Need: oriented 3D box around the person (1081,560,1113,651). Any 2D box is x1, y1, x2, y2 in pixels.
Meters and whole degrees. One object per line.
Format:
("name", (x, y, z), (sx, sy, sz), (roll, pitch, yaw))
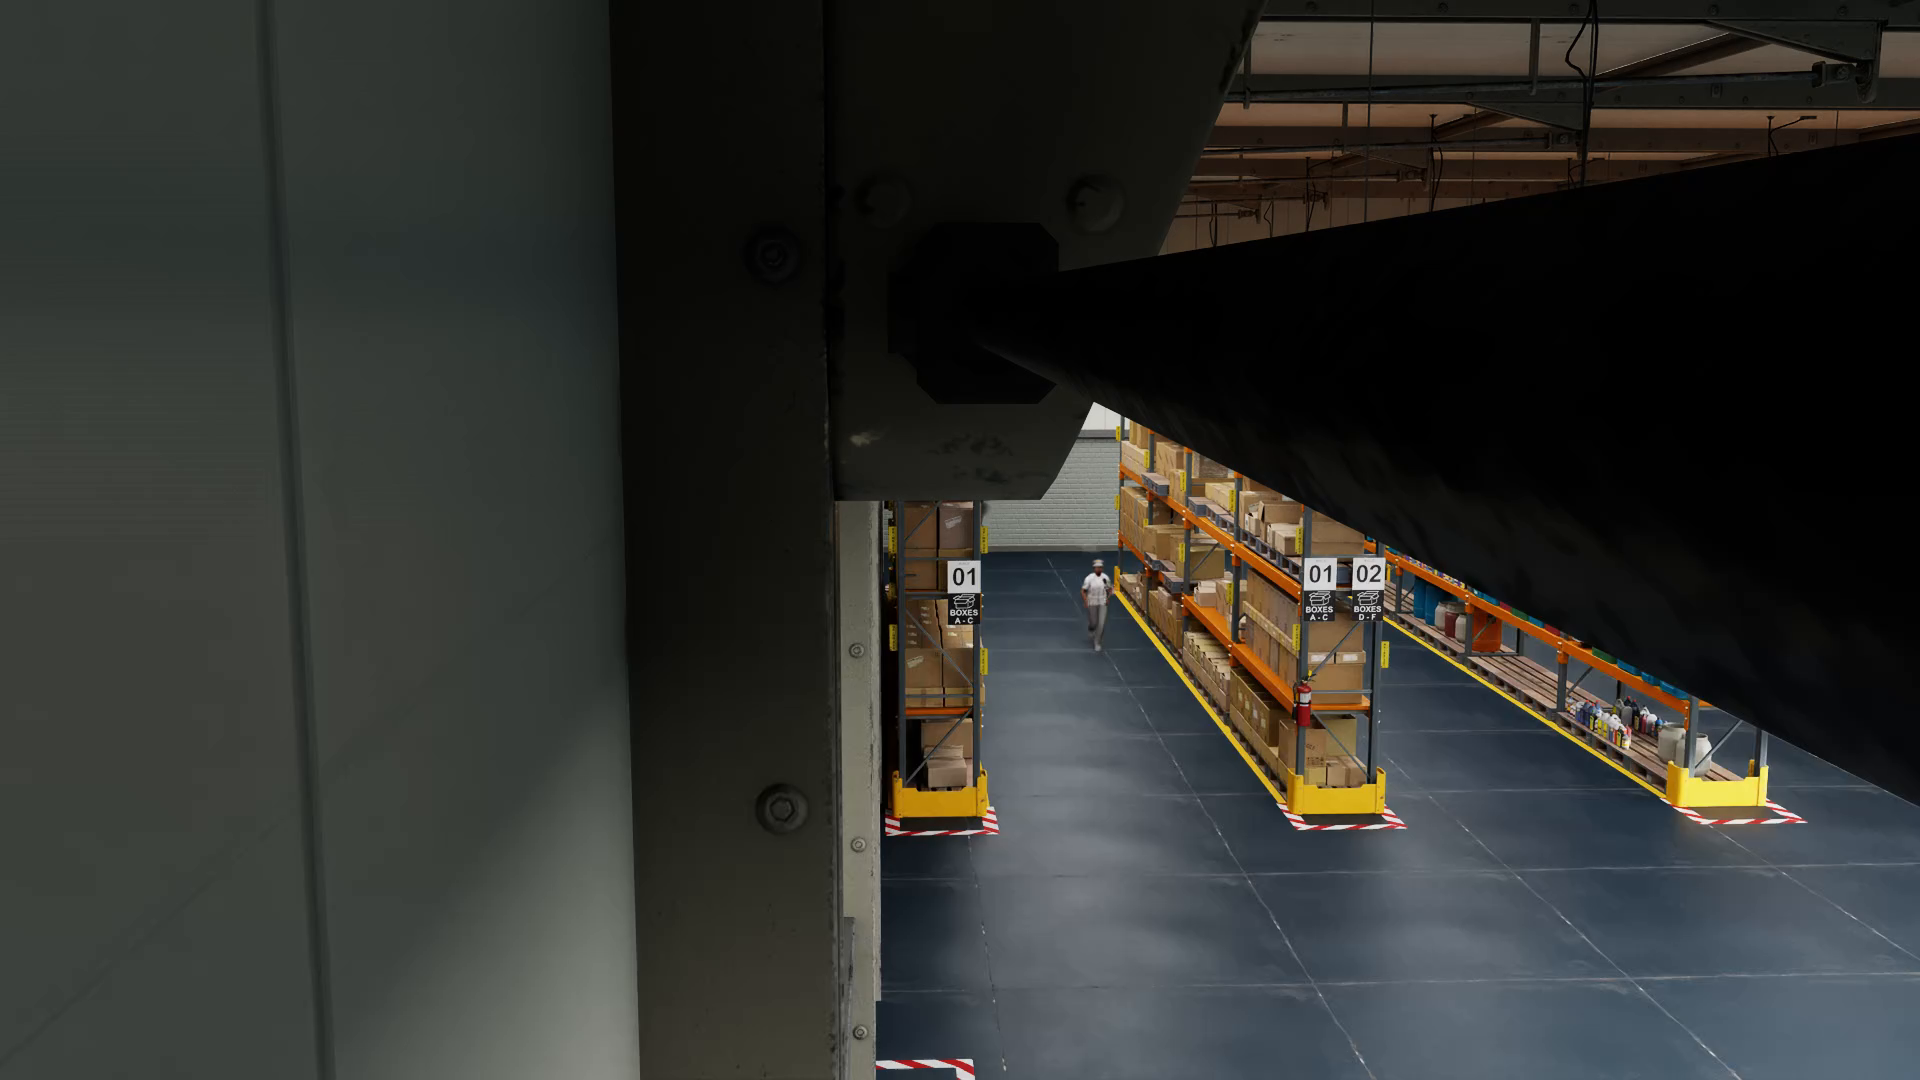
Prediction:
("person", (2.509, 1.165, 30.357), (0.582, 1.665, 0.578), (-1, 8, -4))
